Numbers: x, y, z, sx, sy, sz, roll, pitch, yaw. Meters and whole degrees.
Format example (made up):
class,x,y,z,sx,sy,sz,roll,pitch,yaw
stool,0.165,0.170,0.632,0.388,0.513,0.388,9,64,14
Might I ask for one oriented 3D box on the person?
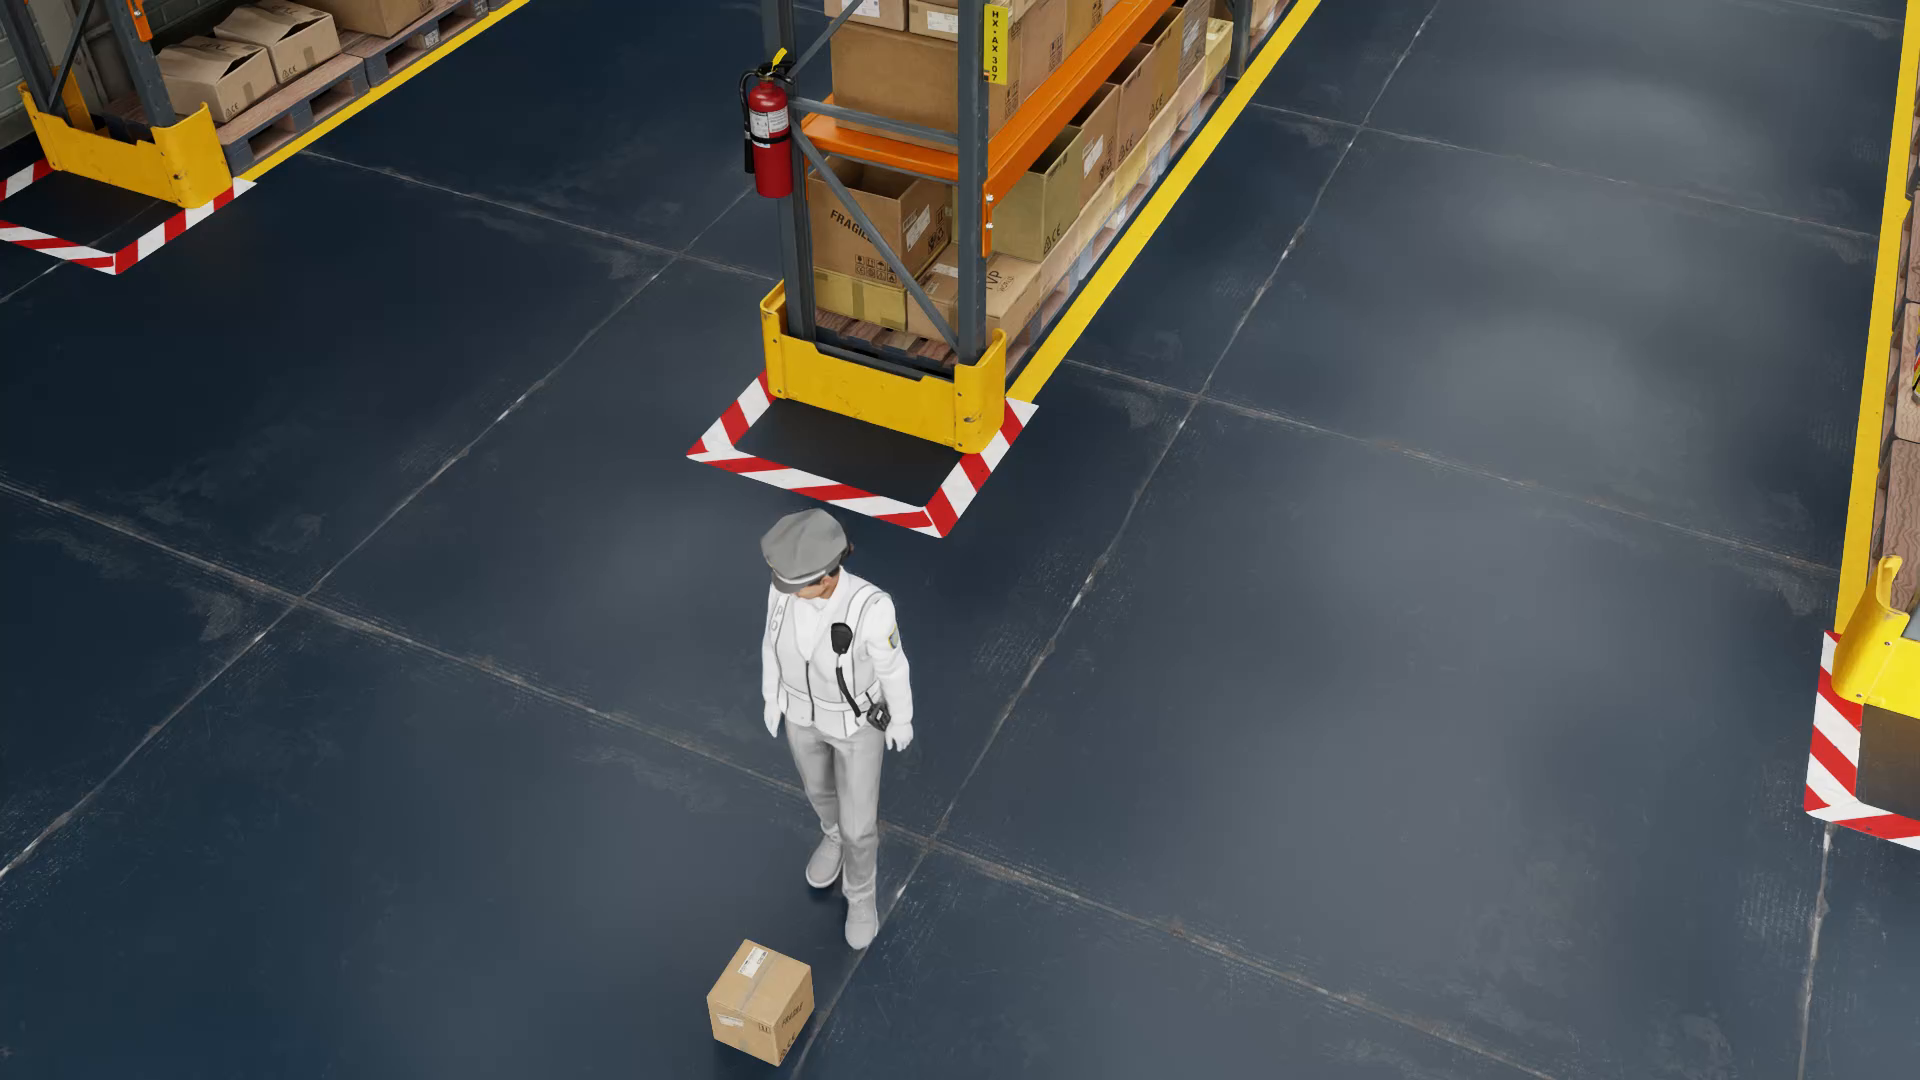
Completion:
class,x,y,z,sx,sy,sz,roll,pitch,yaw
person,-0.448,0.638,5.469,0.521,1.722,0.436,17,45,18
